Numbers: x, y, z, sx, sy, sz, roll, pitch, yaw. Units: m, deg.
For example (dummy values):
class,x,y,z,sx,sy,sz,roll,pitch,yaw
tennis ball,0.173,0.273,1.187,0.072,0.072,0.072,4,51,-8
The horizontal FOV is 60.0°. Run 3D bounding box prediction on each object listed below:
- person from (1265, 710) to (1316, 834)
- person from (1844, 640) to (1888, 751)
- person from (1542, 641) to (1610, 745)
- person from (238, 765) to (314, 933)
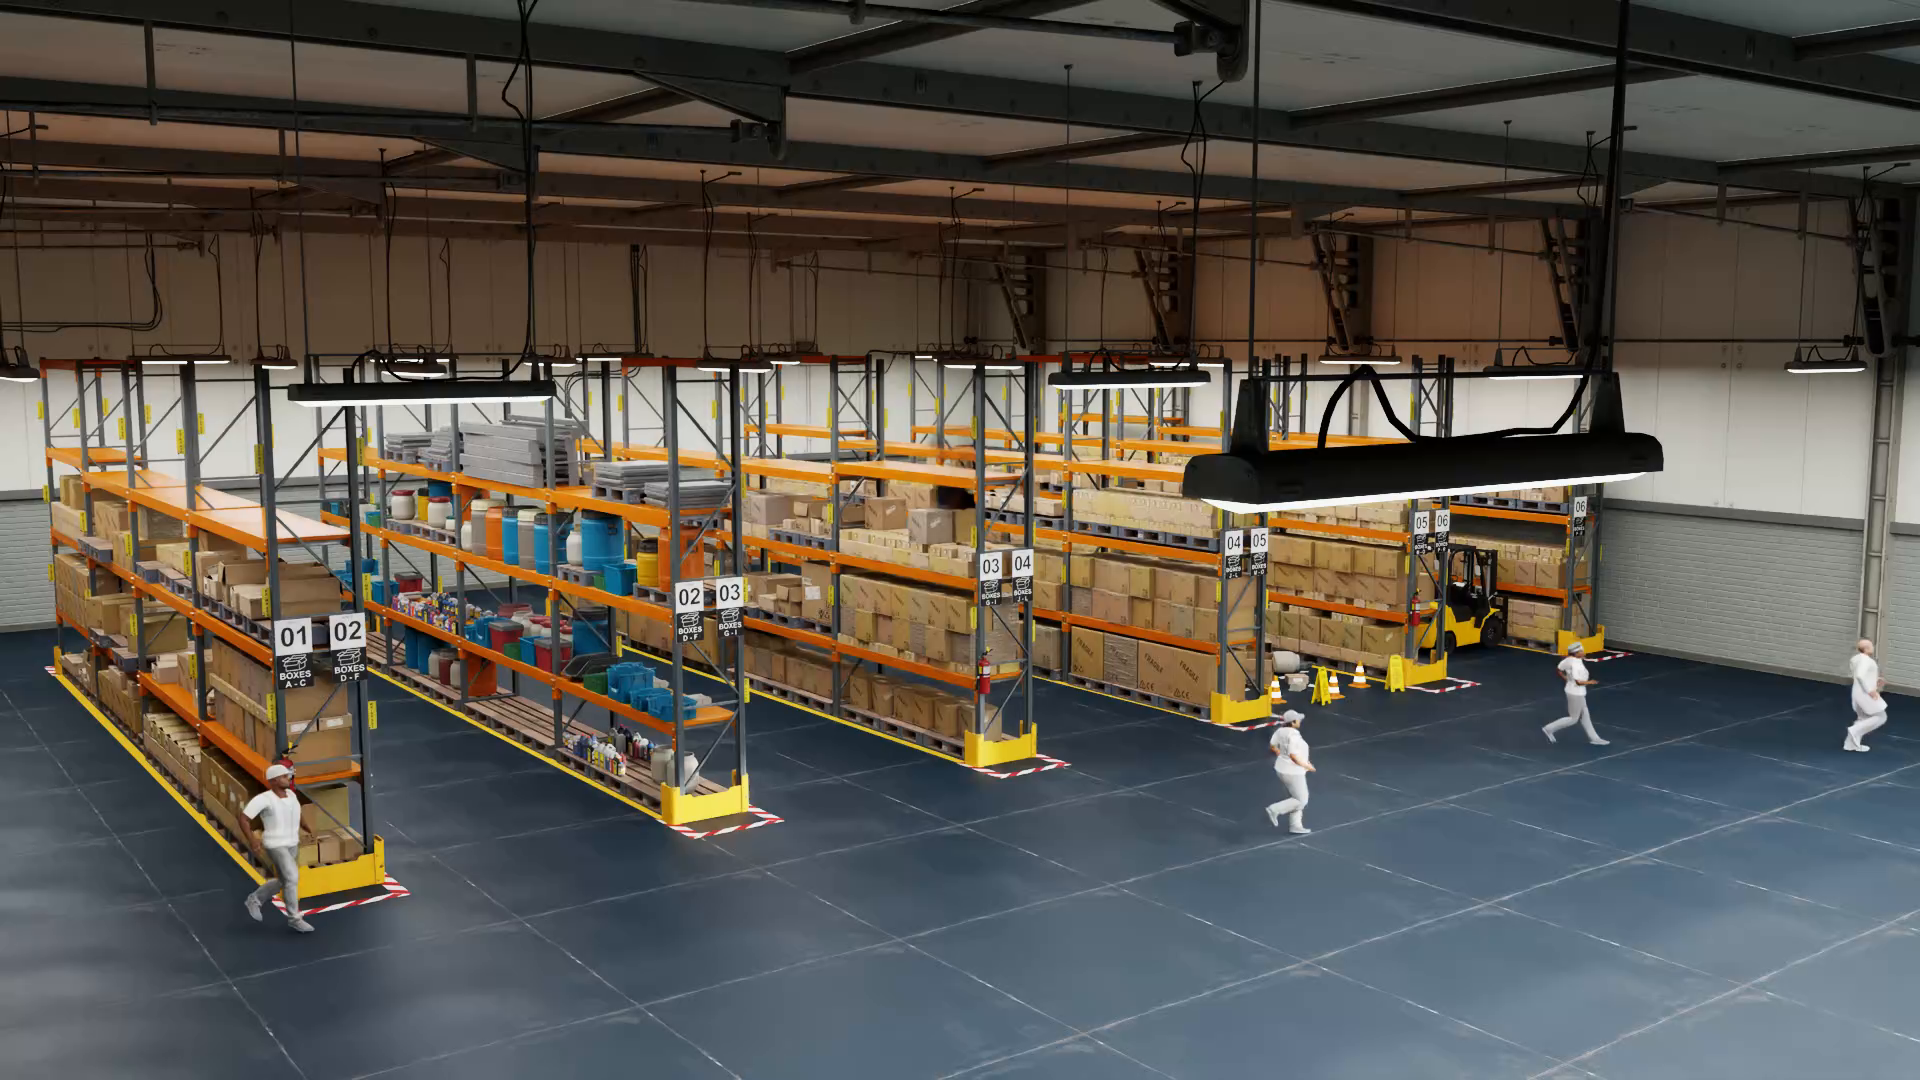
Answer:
class,x,y,z,sx,sy,sz,roll,pitch,yaw
person,4.199,2.989,21.302,0.685,1.626,0.607,-2,7,-15
person,13.986,2.397,25.605,0.619,1.736,0.699,1,7,6
person,9.580,2.375,25.802,1.044,1.641,0.594,1,7,8
person,-7.328,3.309,17.997,0.873,1.751,0.744,2,7,14
